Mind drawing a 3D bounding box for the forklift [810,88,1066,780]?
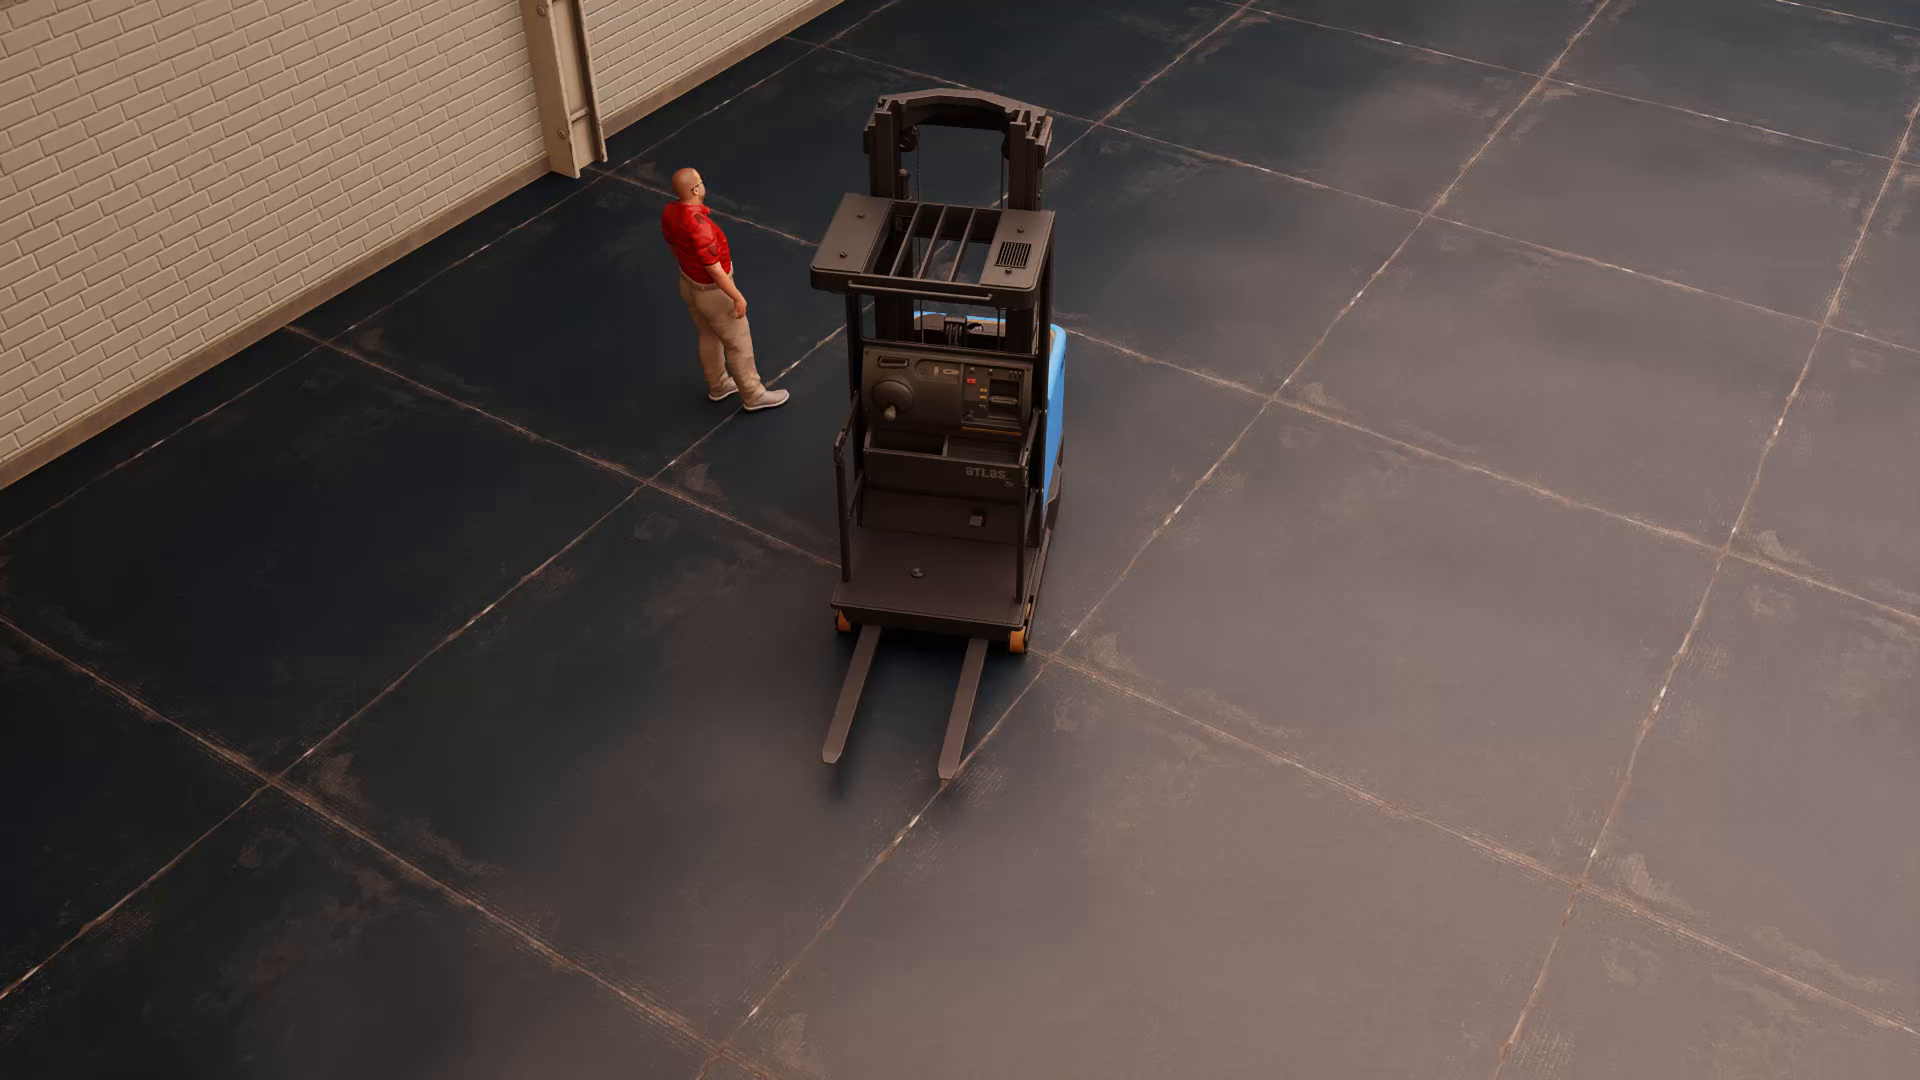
[{"bbox_3d":[-0.108,-0.731,8.830,1.130,2.935,3.031,7,41,8],"label":"forklift"}]

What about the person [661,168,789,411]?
[{"bbox_3d":[-1.553,-1.657,10.840,0.550,1.729,0.642,-28,48,-29],"label":"person"}]
